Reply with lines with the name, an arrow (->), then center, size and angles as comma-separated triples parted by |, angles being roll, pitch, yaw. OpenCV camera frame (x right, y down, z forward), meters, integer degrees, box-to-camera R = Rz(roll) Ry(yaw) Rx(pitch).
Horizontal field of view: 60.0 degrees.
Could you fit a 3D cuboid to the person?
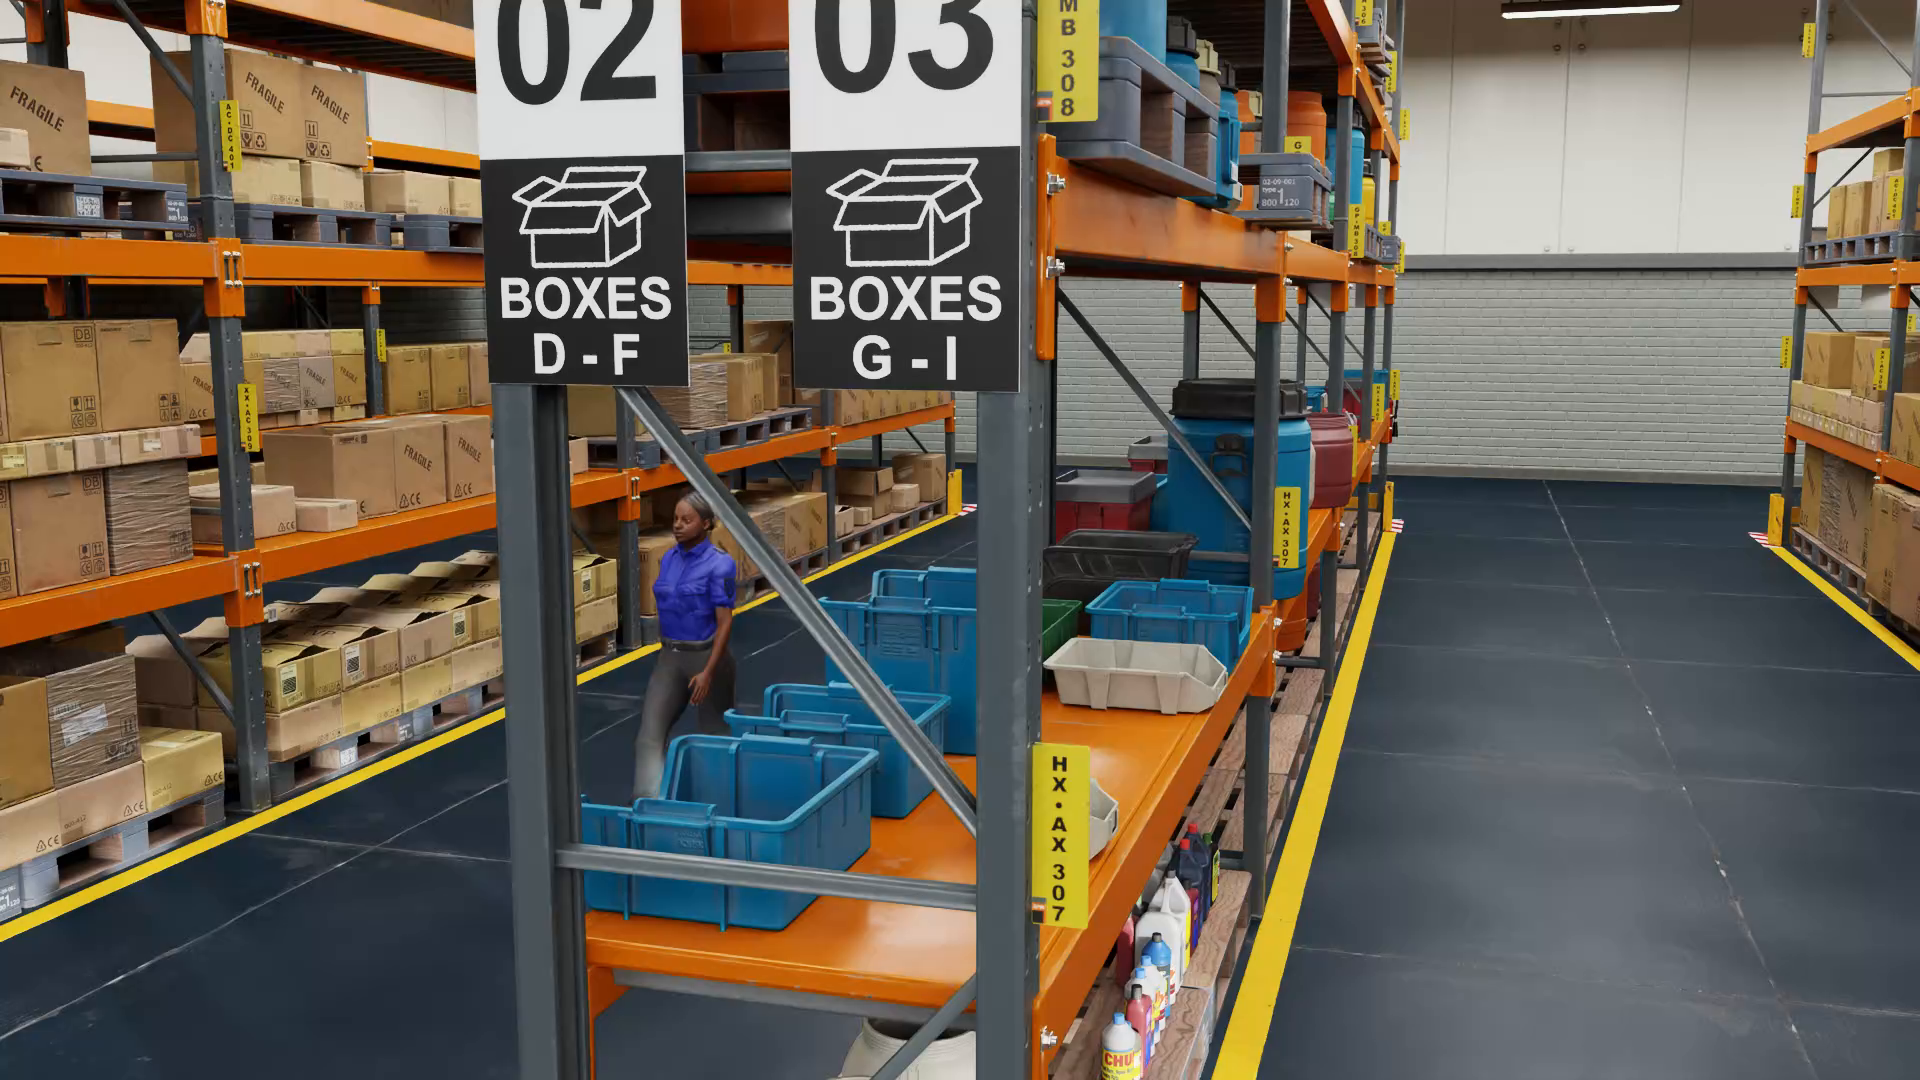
person -> -1.268, 0.624, 7.676 | 0.467, 1.673, 0.777 | 4, 10, 28
